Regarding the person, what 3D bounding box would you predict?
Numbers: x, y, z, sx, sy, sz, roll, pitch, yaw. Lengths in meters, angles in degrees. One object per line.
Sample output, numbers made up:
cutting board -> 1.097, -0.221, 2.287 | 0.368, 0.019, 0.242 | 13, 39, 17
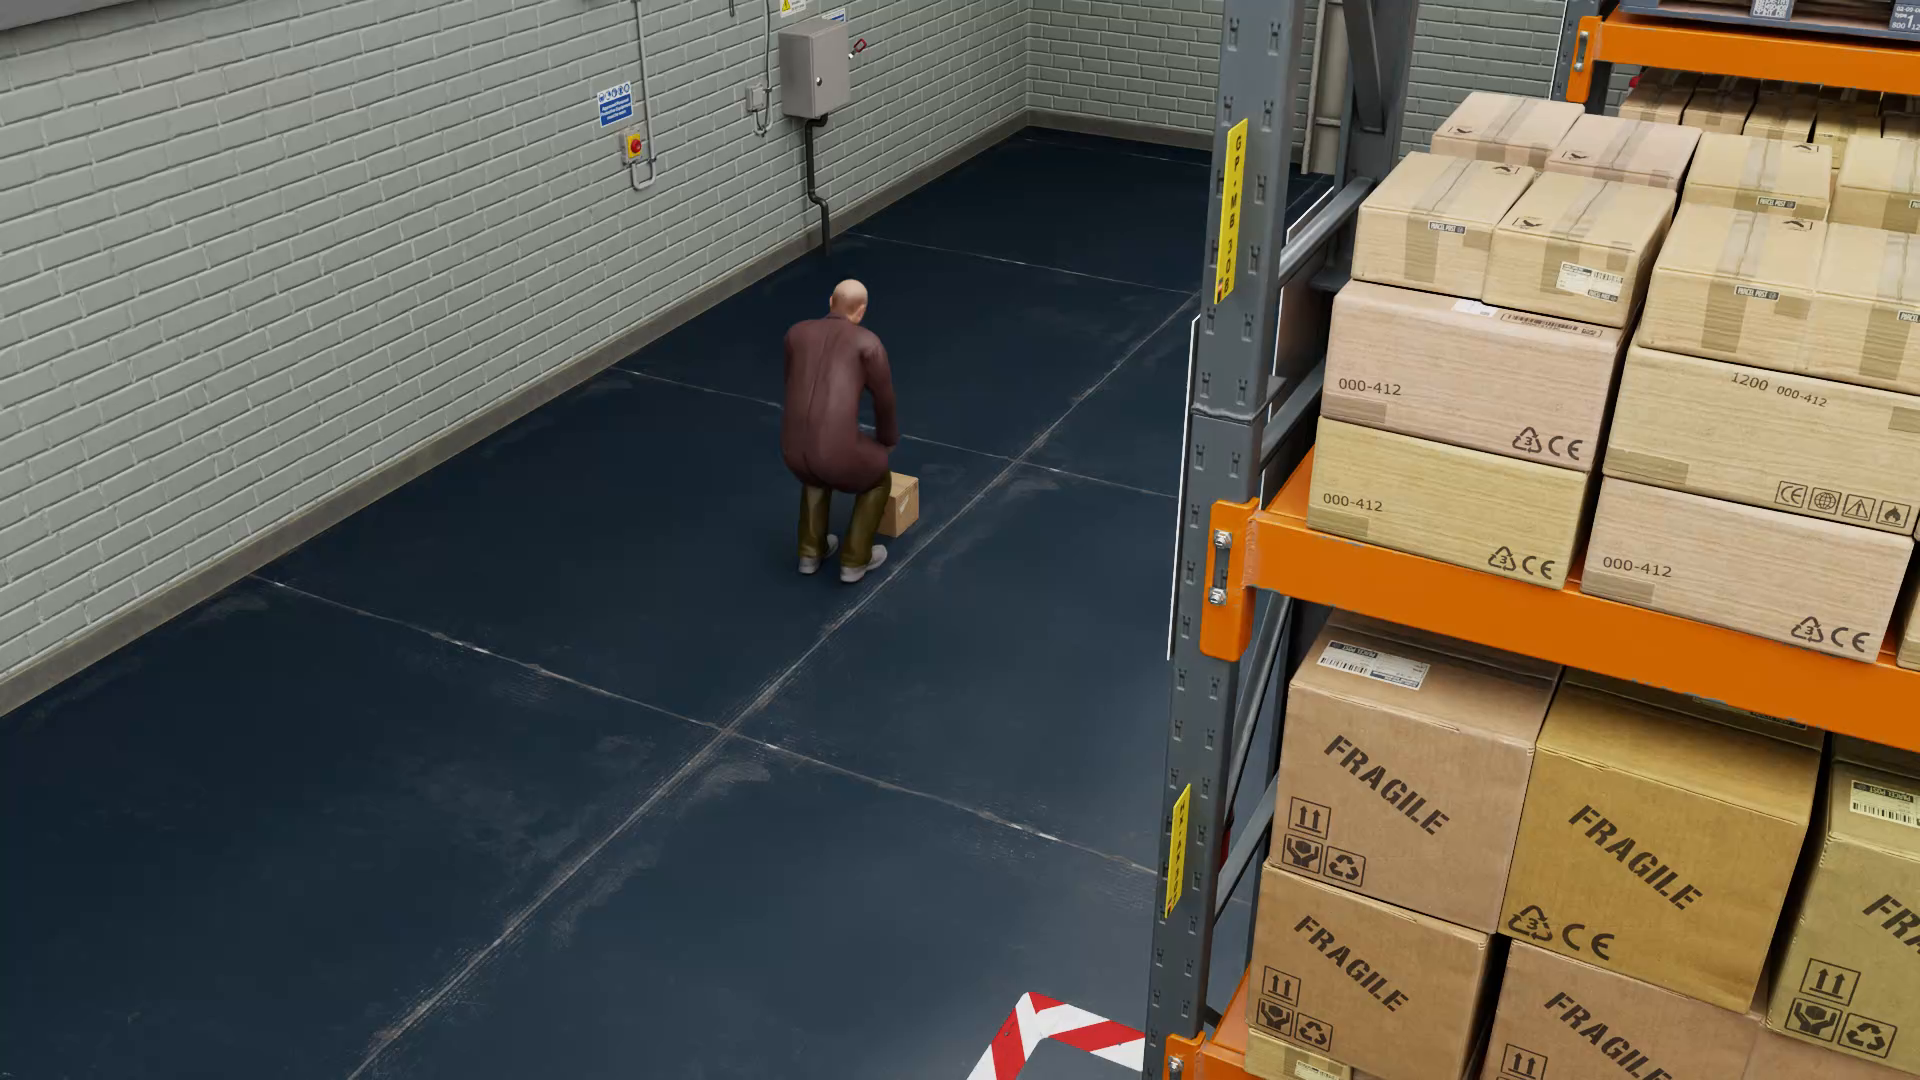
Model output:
person -> -0.645, -0.528, 8.388 | 0.628, 1.470, 0.681 | 14, 33, 24
